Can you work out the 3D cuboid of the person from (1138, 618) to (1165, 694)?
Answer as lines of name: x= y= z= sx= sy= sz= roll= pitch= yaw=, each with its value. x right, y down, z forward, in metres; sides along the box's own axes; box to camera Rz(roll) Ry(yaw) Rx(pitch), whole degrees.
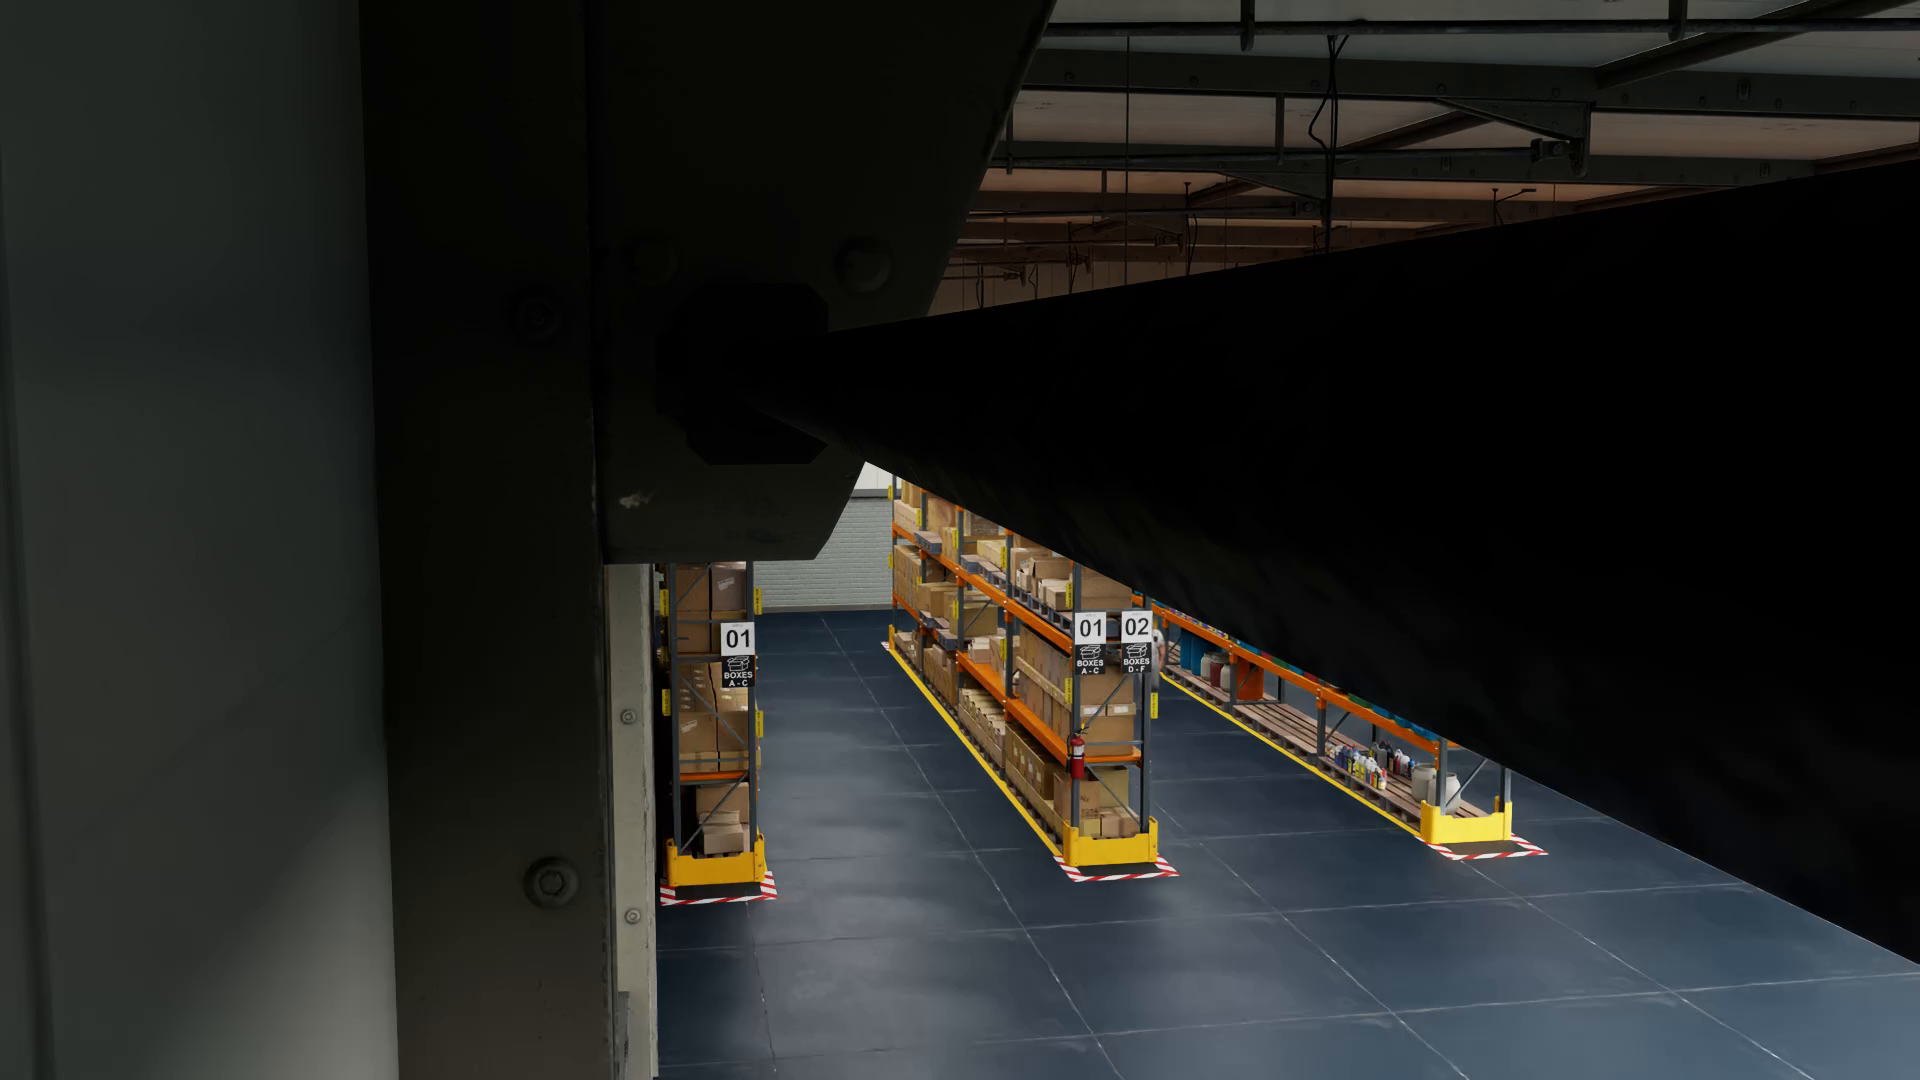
person: x=3.406 y=2.216 z=30.166 sx=0.598 sy=1.740 sz=0.622 roll=0 pitch=6 yaw=1
